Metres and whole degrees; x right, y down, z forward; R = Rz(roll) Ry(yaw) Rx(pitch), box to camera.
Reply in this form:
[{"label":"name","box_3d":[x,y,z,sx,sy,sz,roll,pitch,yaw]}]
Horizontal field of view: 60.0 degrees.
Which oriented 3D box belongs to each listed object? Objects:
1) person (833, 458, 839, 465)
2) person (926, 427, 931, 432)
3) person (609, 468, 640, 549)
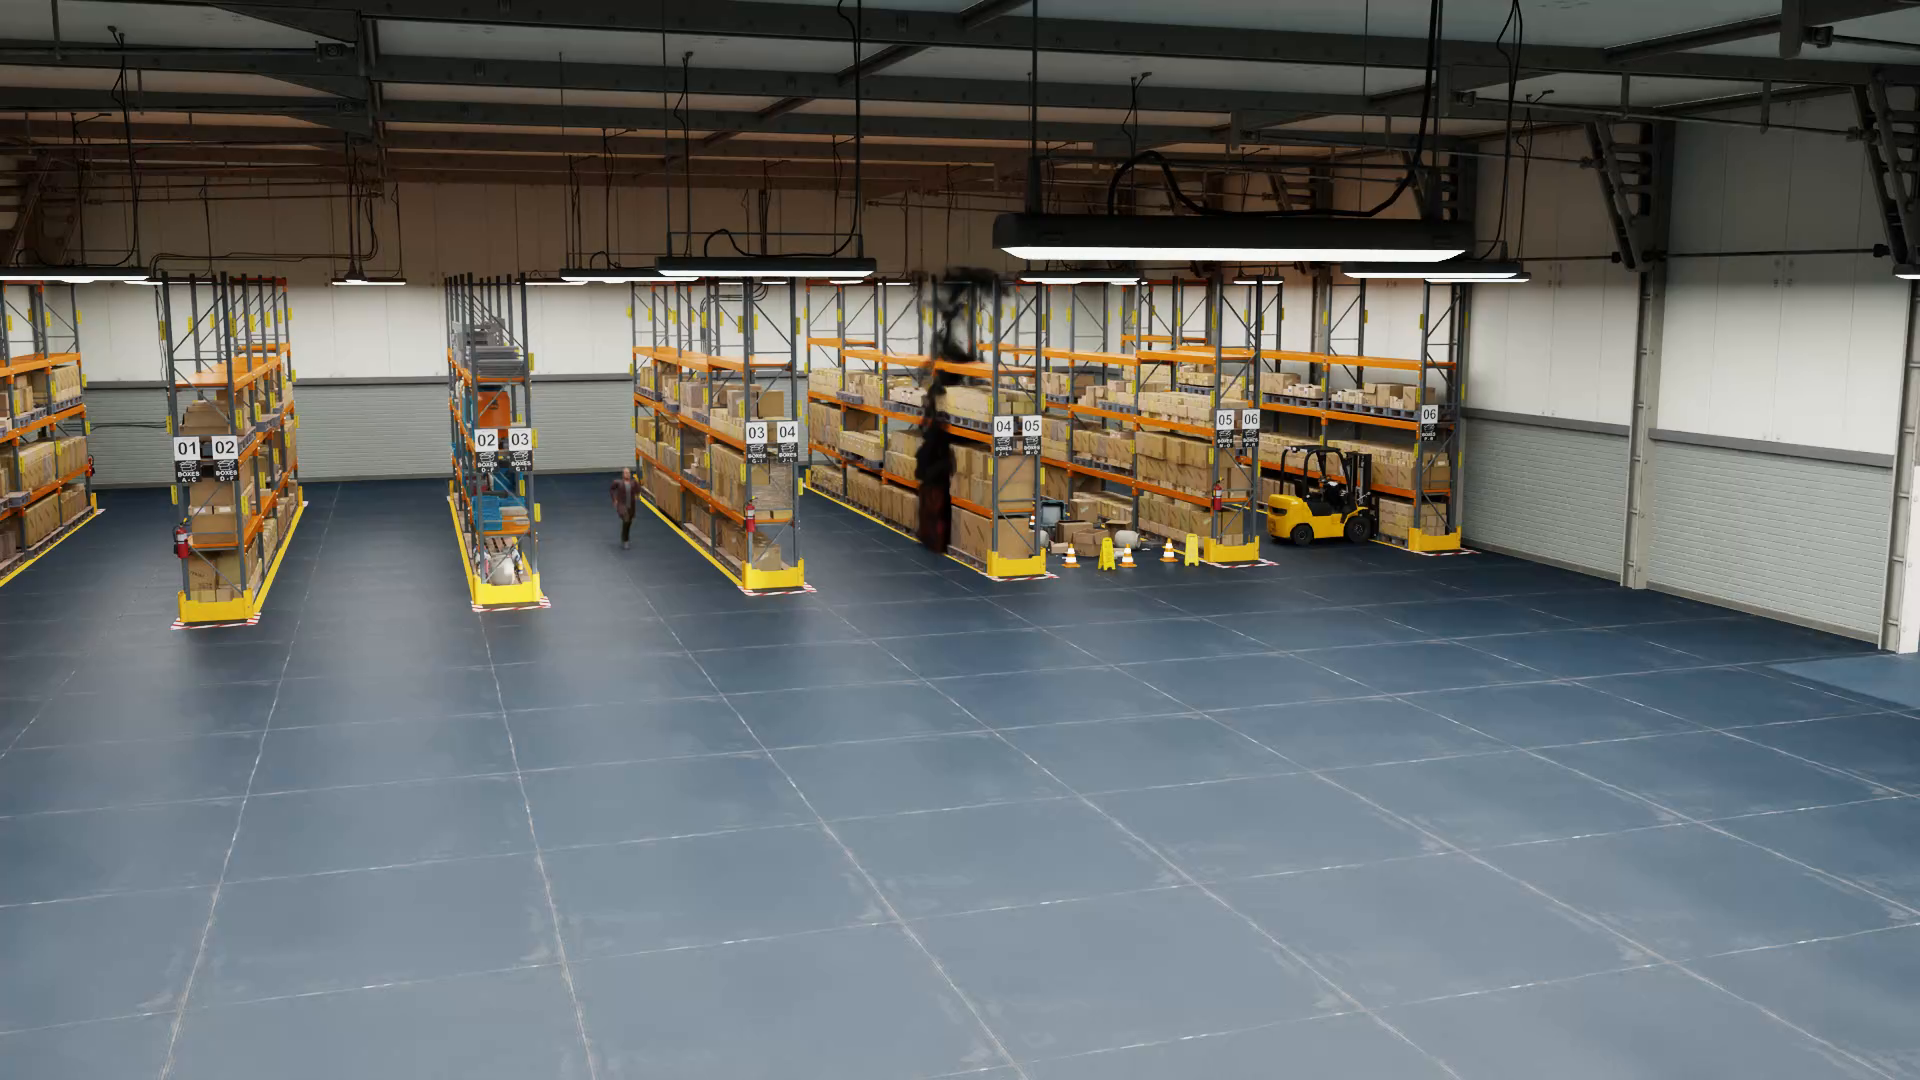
[{"label":"person","box_3d":[-3.683,-2.677,49.891,0.980,1.752,0.676,4,10,25]},{"label":"person","box_3d":[-0.815,-2.715,51.009,0.614,1.559,0.560,-1,9,-9]},{"label":"person","box_3d":[-7.422,-0.704,36.989,0.613,1.815,0.909,-6,10,-34]}]
